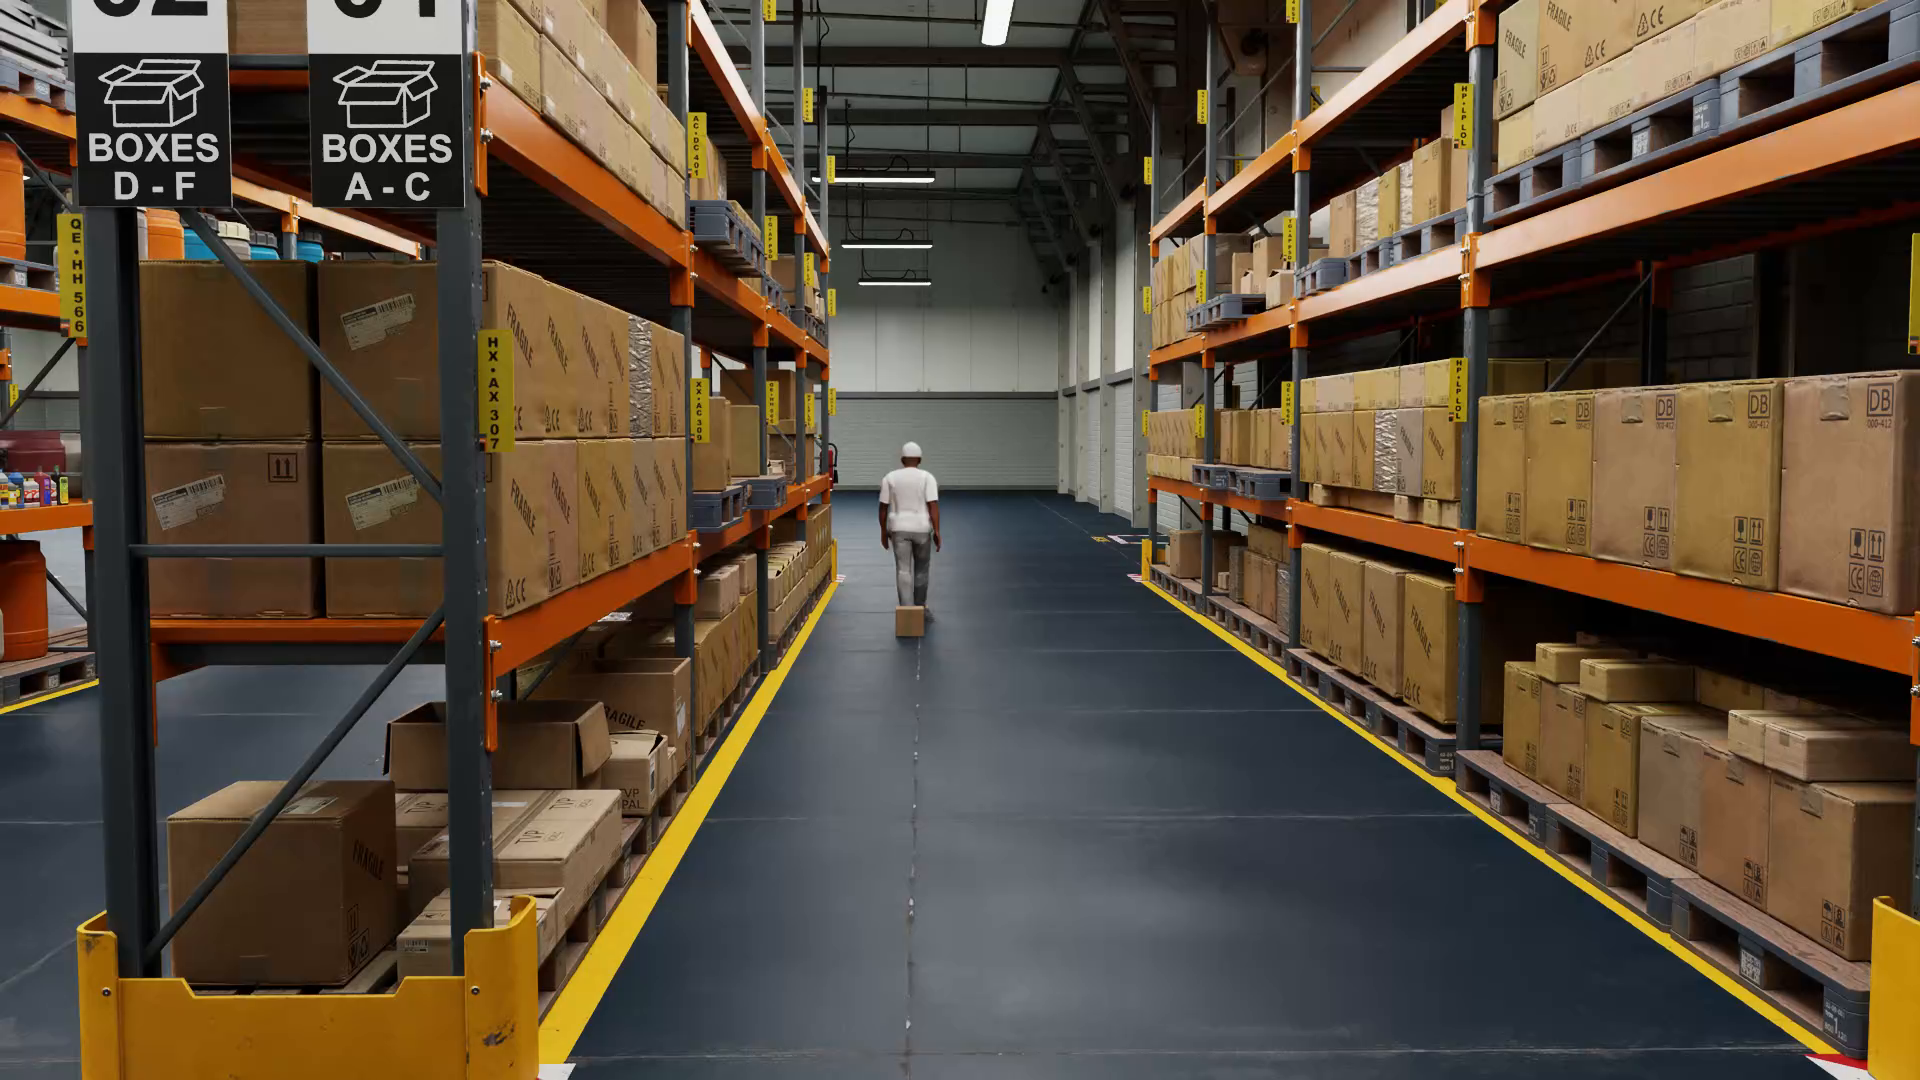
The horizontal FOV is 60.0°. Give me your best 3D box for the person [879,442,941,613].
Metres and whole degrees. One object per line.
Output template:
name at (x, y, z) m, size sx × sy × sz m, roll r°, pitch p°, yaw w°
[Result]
person at (-0.480, -0.086, 16.014) m, size 0.603 × 1.708 × 1.074 m, roll 0°, pitch 4°, yaw 0°
